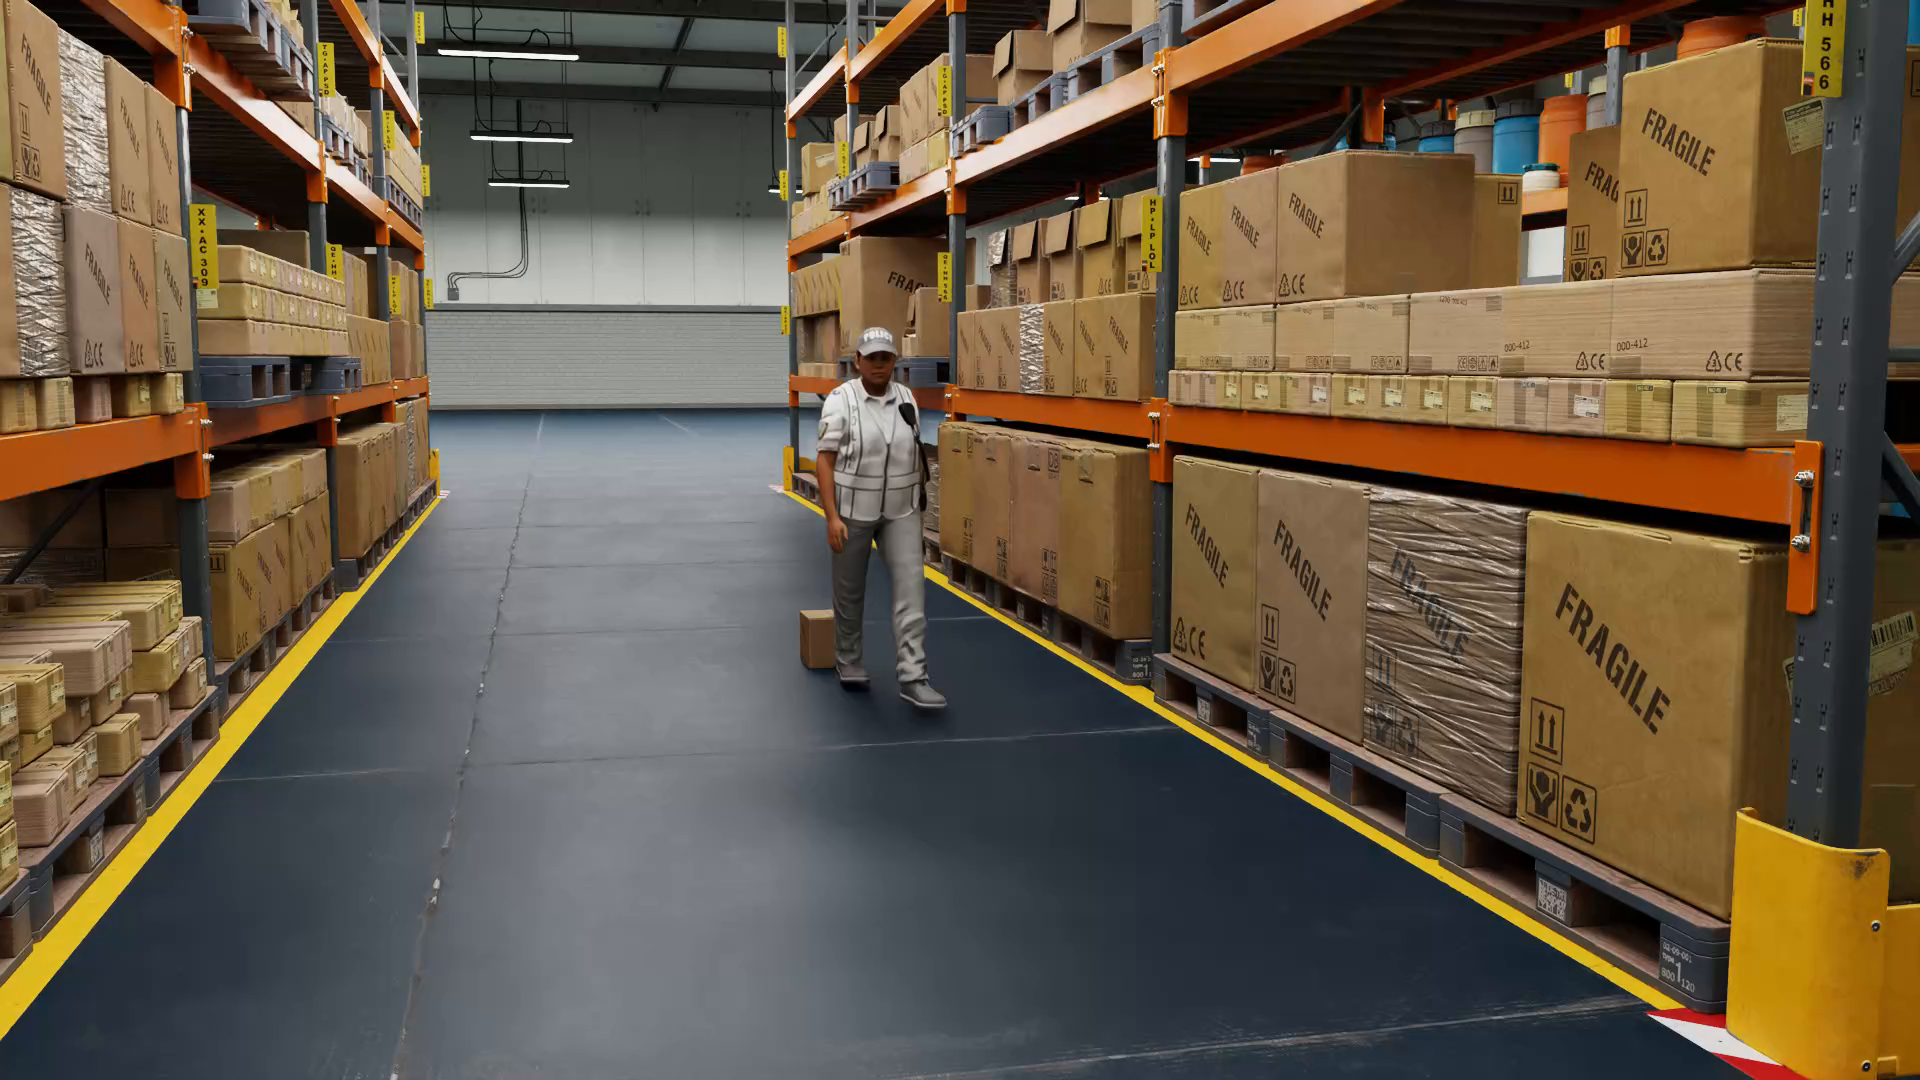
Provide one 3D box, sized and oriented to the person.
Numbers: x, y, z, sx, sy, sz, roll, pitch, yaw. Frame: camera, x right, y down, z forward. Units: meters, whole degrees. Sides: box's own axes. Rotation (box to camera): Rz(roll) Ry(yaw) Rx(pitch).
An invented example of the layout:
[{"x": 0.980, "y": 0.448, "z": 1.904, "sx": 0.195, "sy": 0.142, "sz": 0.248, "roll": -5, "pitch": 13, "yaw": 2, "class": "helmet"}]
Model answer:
[{"x": -0.376, "y": -0.119, "z": 7.231, "sx": 0.506, "sy": 1.598, "sz": 0.963, "roll": -2, "pitch": 6, "yaw": -16, "class": "person"}]
